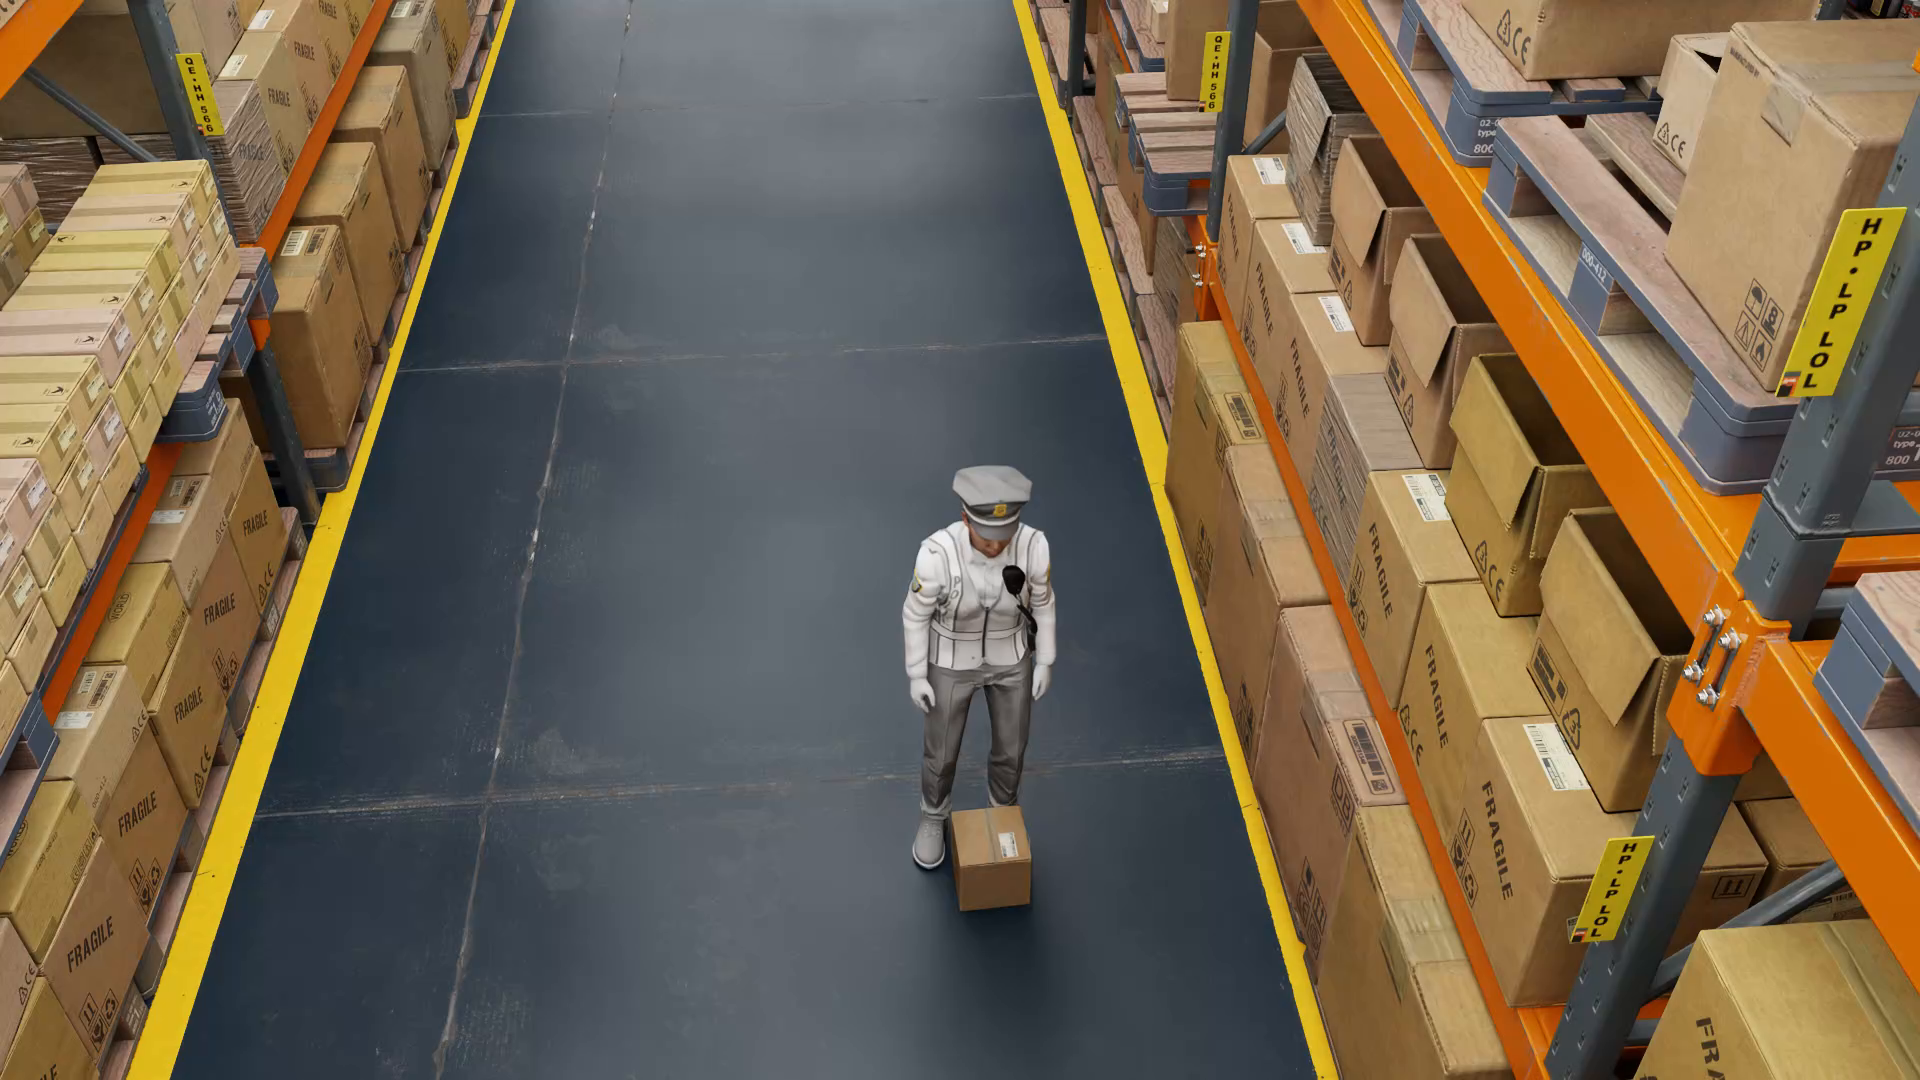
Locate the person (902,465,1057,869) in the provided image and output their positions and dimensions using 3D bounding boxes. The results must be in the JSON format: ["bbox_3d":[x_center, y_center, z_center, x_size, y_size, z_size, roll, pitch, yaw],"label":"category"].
[{"bbox_3d":[0.071,0.427,5.632,0.518,1.663,0.369,-5,40,-6],"label":"person"}]
